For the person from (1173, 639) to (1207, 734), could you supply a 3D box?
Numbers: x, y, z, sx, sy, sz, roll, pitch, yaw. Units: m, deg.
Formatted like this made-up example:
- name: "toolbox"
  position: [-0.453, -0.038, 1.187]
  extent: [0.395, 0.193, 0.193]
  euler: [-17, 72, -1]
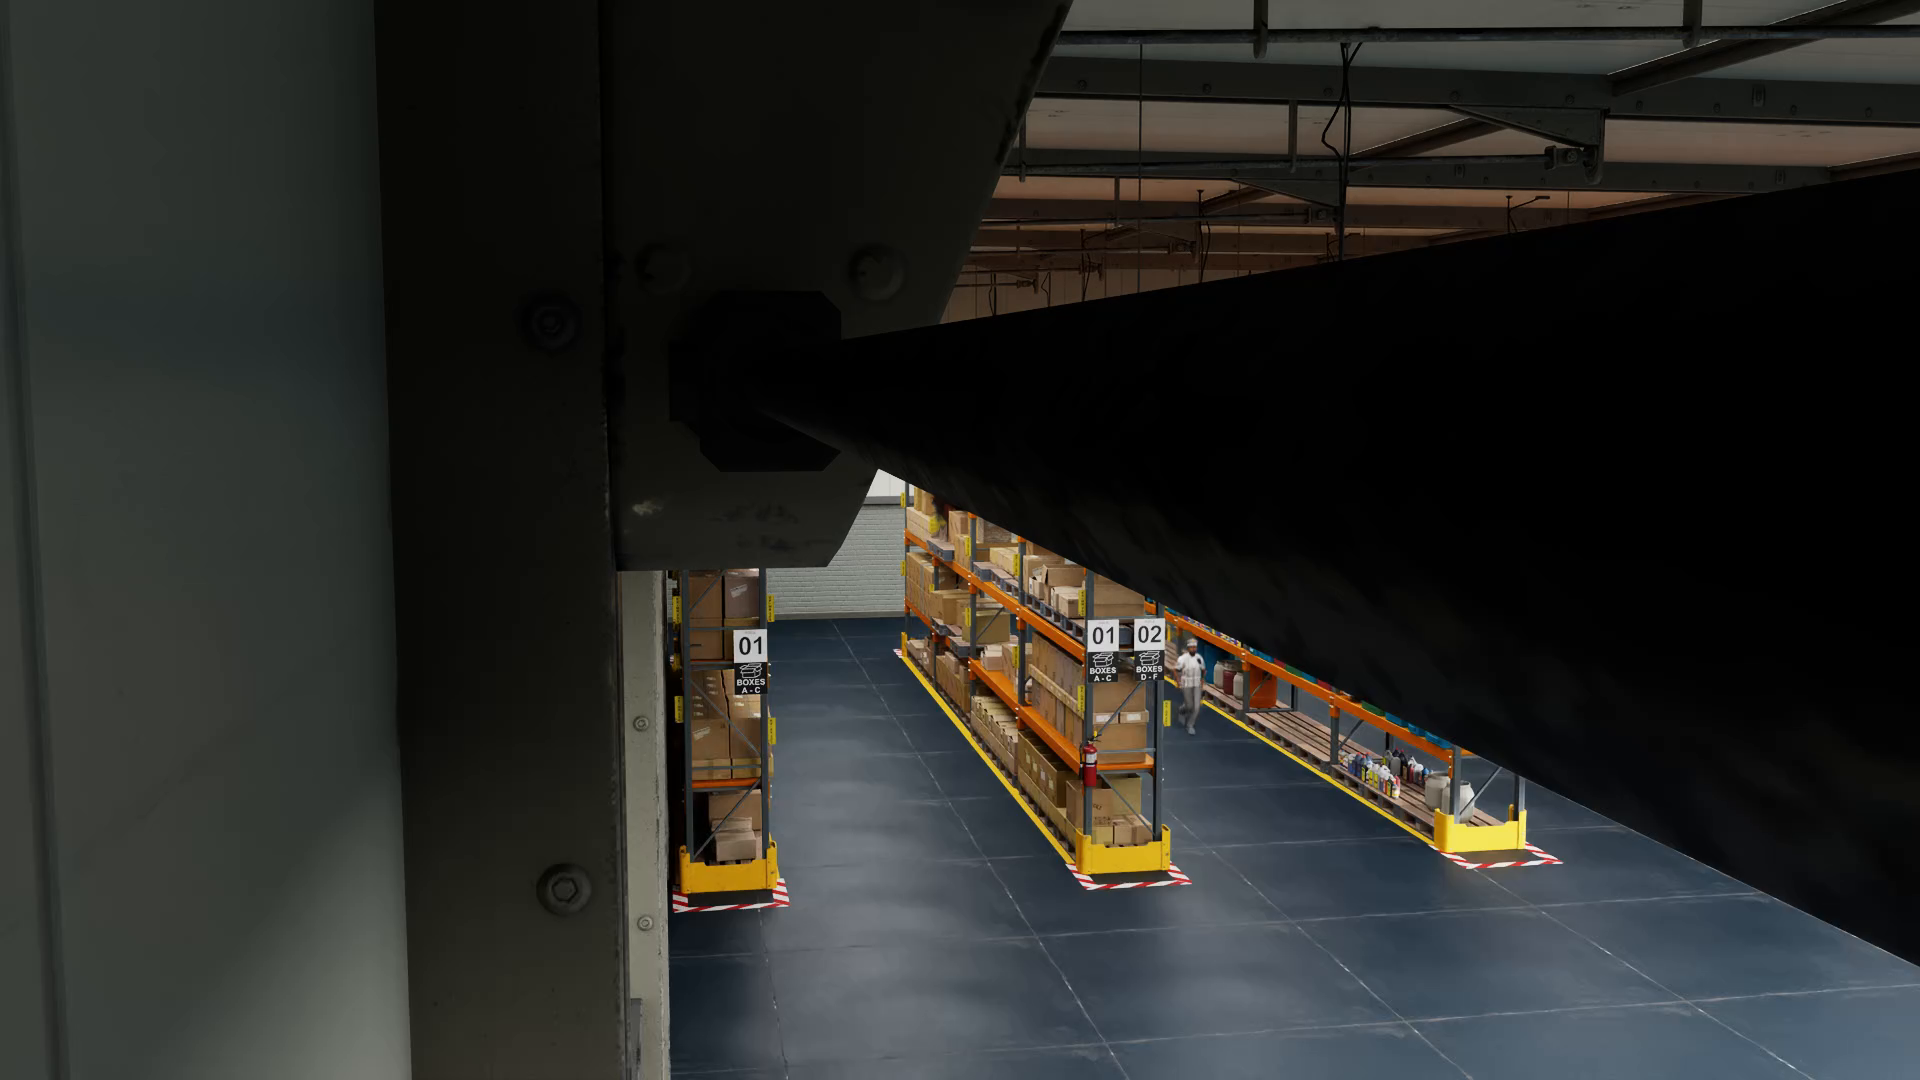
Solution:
- name: "person"
  position: [4.015, 2.533, 28.848]
  extent: [0.582, 1.653, 0.555]
  euler: [-1, 6, -9]
